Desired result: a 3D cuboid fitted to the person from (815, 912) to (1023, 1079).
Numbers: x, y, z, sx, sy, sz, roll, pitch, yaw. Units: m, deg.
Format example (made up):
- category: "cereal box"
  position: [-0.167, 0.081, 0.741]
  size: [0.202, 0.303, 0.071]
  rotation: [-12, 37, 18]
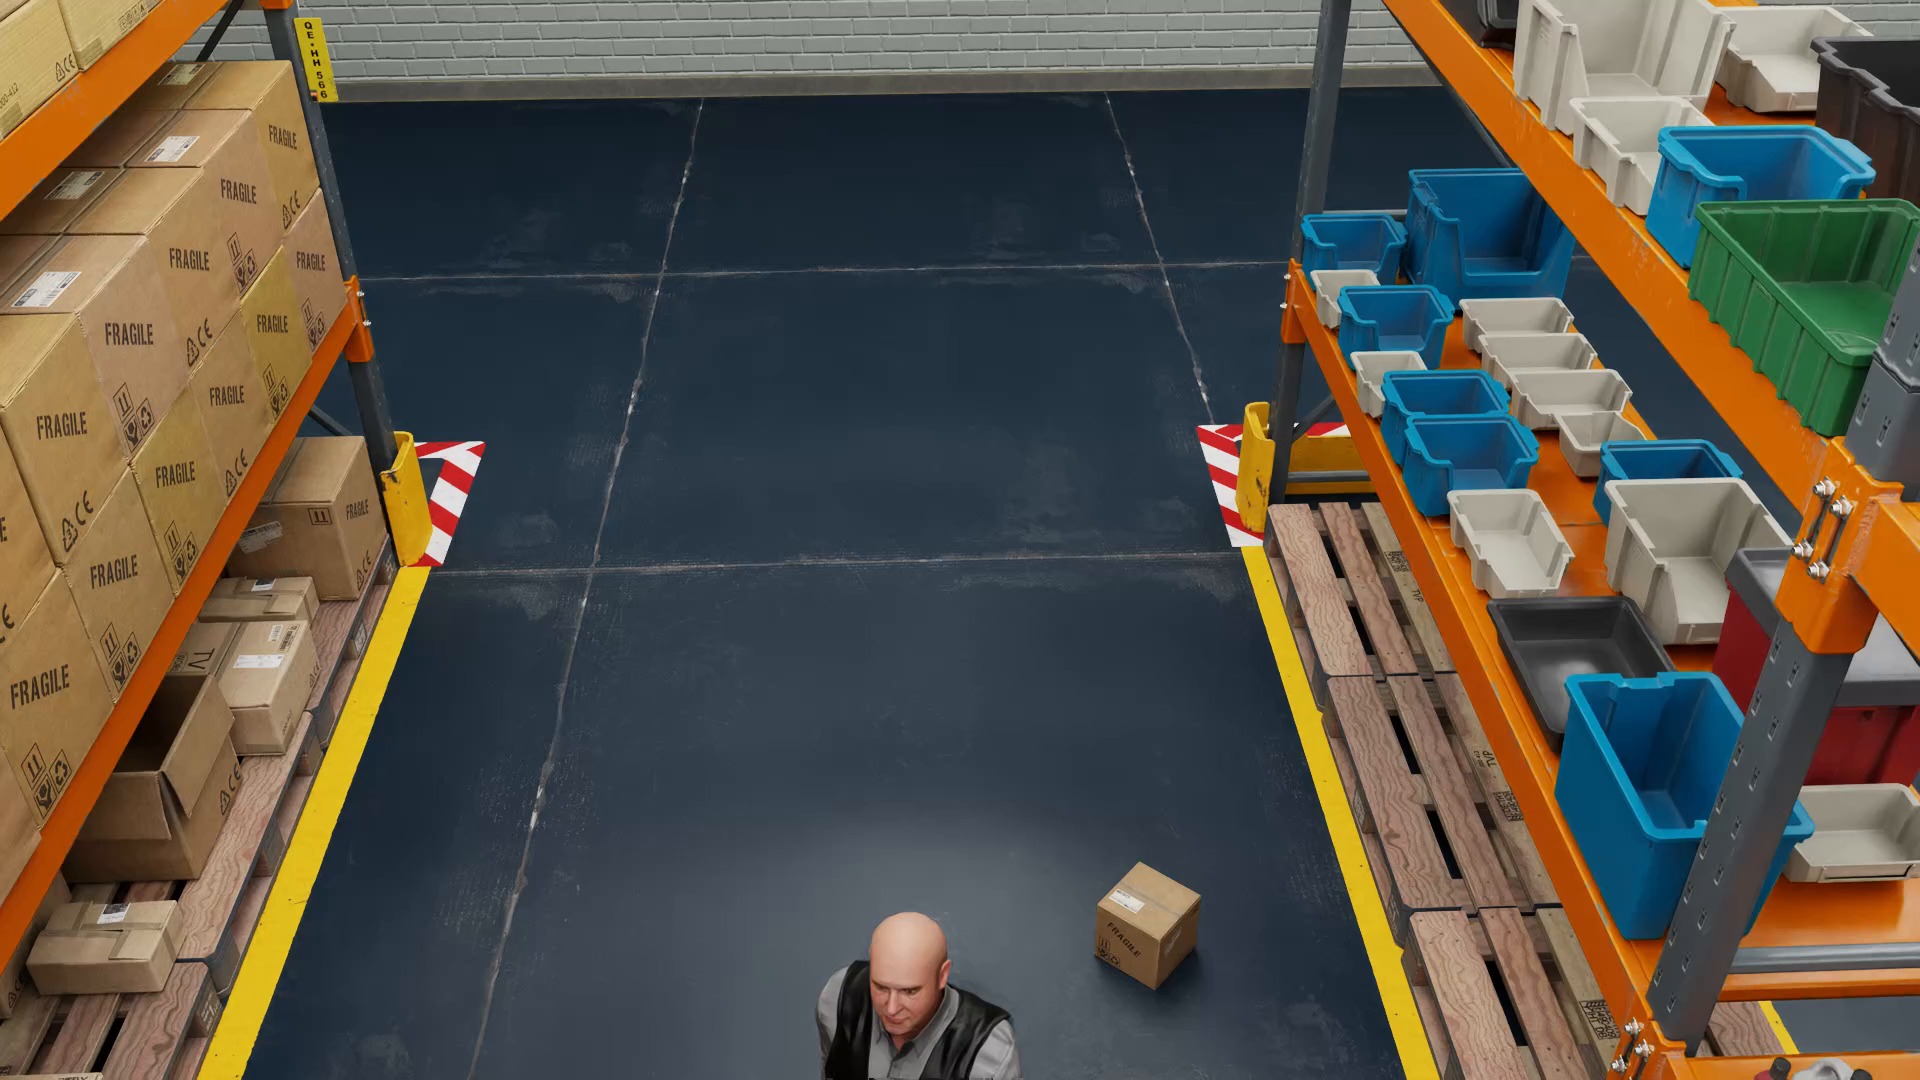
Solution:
- category: "person"
  position: [-0.107, 1.531, 3.995]
  size: [0.575, 1.677, 1.053]
  rotation: [10, 36, 14]
